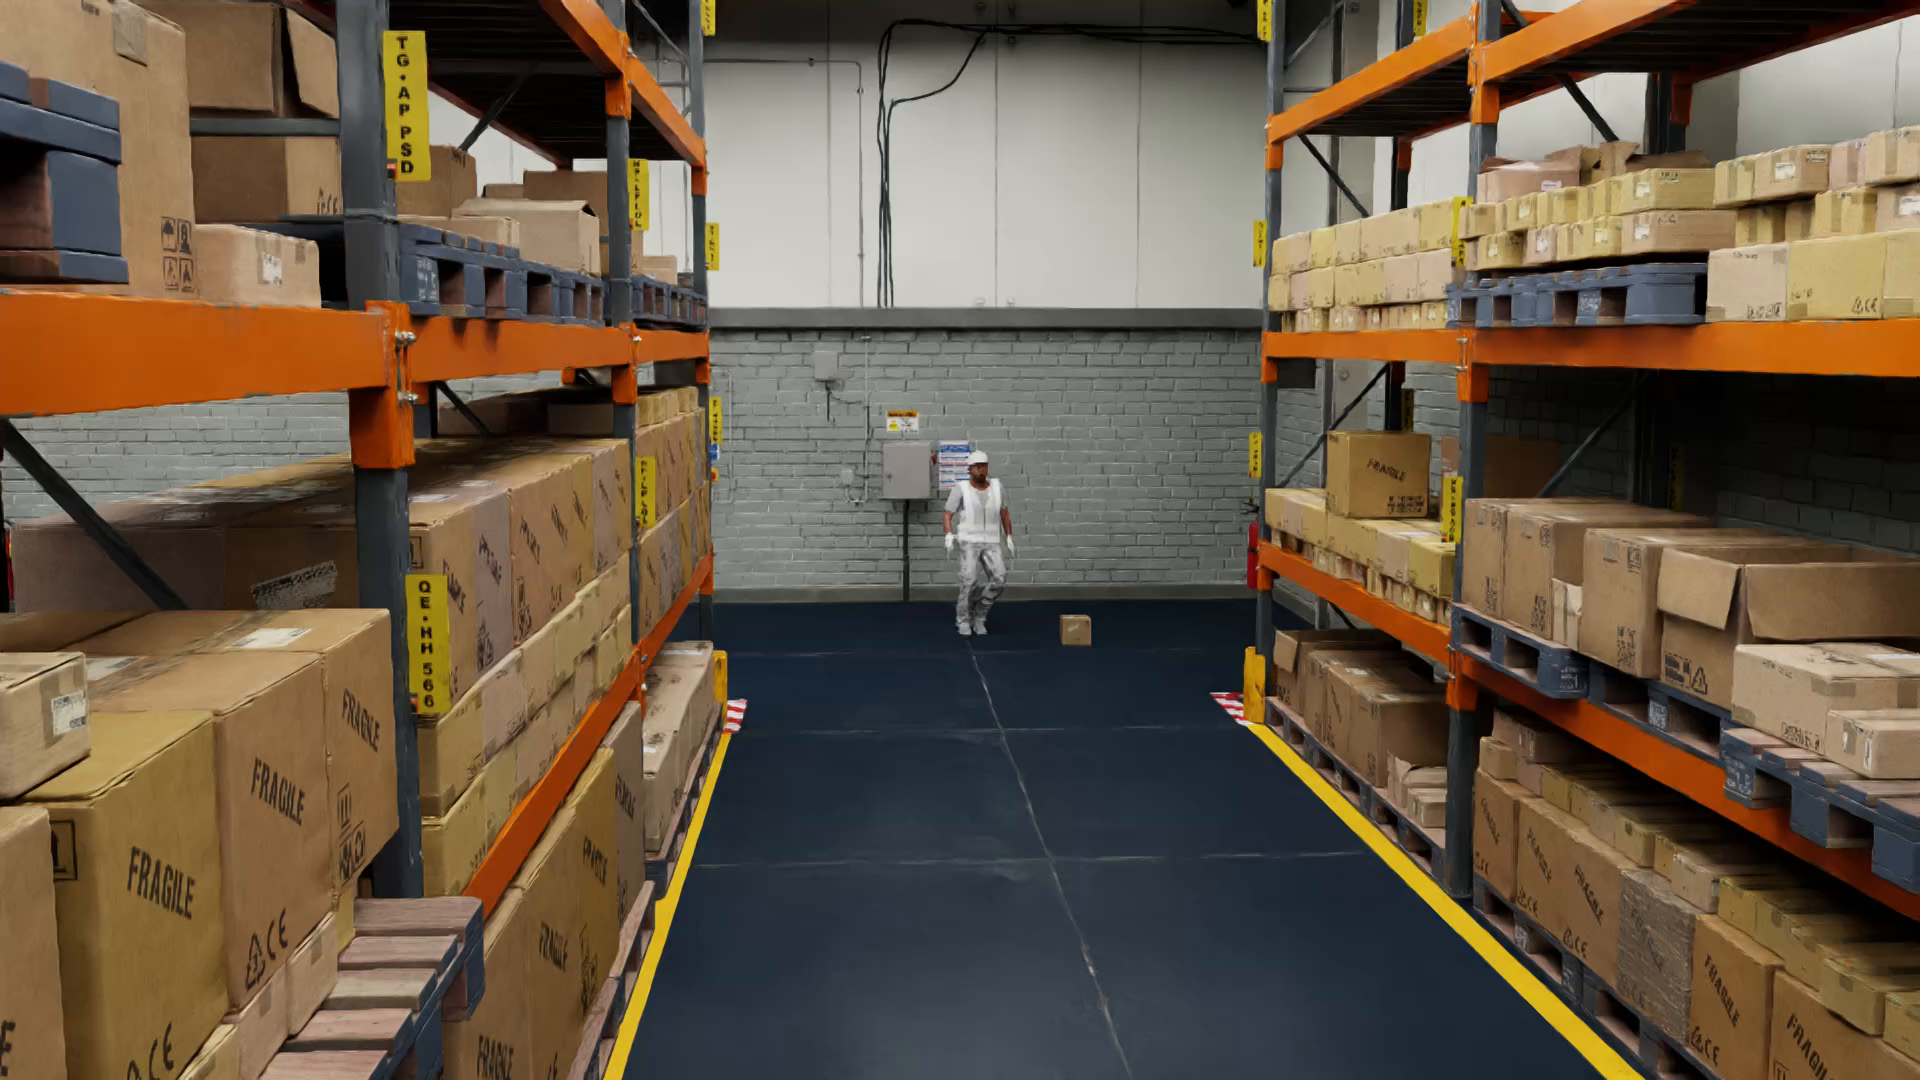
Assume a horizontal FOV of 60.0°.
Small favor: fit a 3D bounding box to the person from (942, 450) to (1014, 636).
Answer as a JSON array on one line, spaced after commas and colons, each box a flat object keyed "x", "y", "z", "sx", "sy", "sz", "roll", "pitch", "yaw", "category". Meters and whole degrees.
[{"x": 0.167, "y": 0.040, "z": 15.641, "sx": 0.743, "sy": 1.762, "sz": 0.484, "roll": -2, "pitch": 7, "yaw": -19, "category": "person"}]
